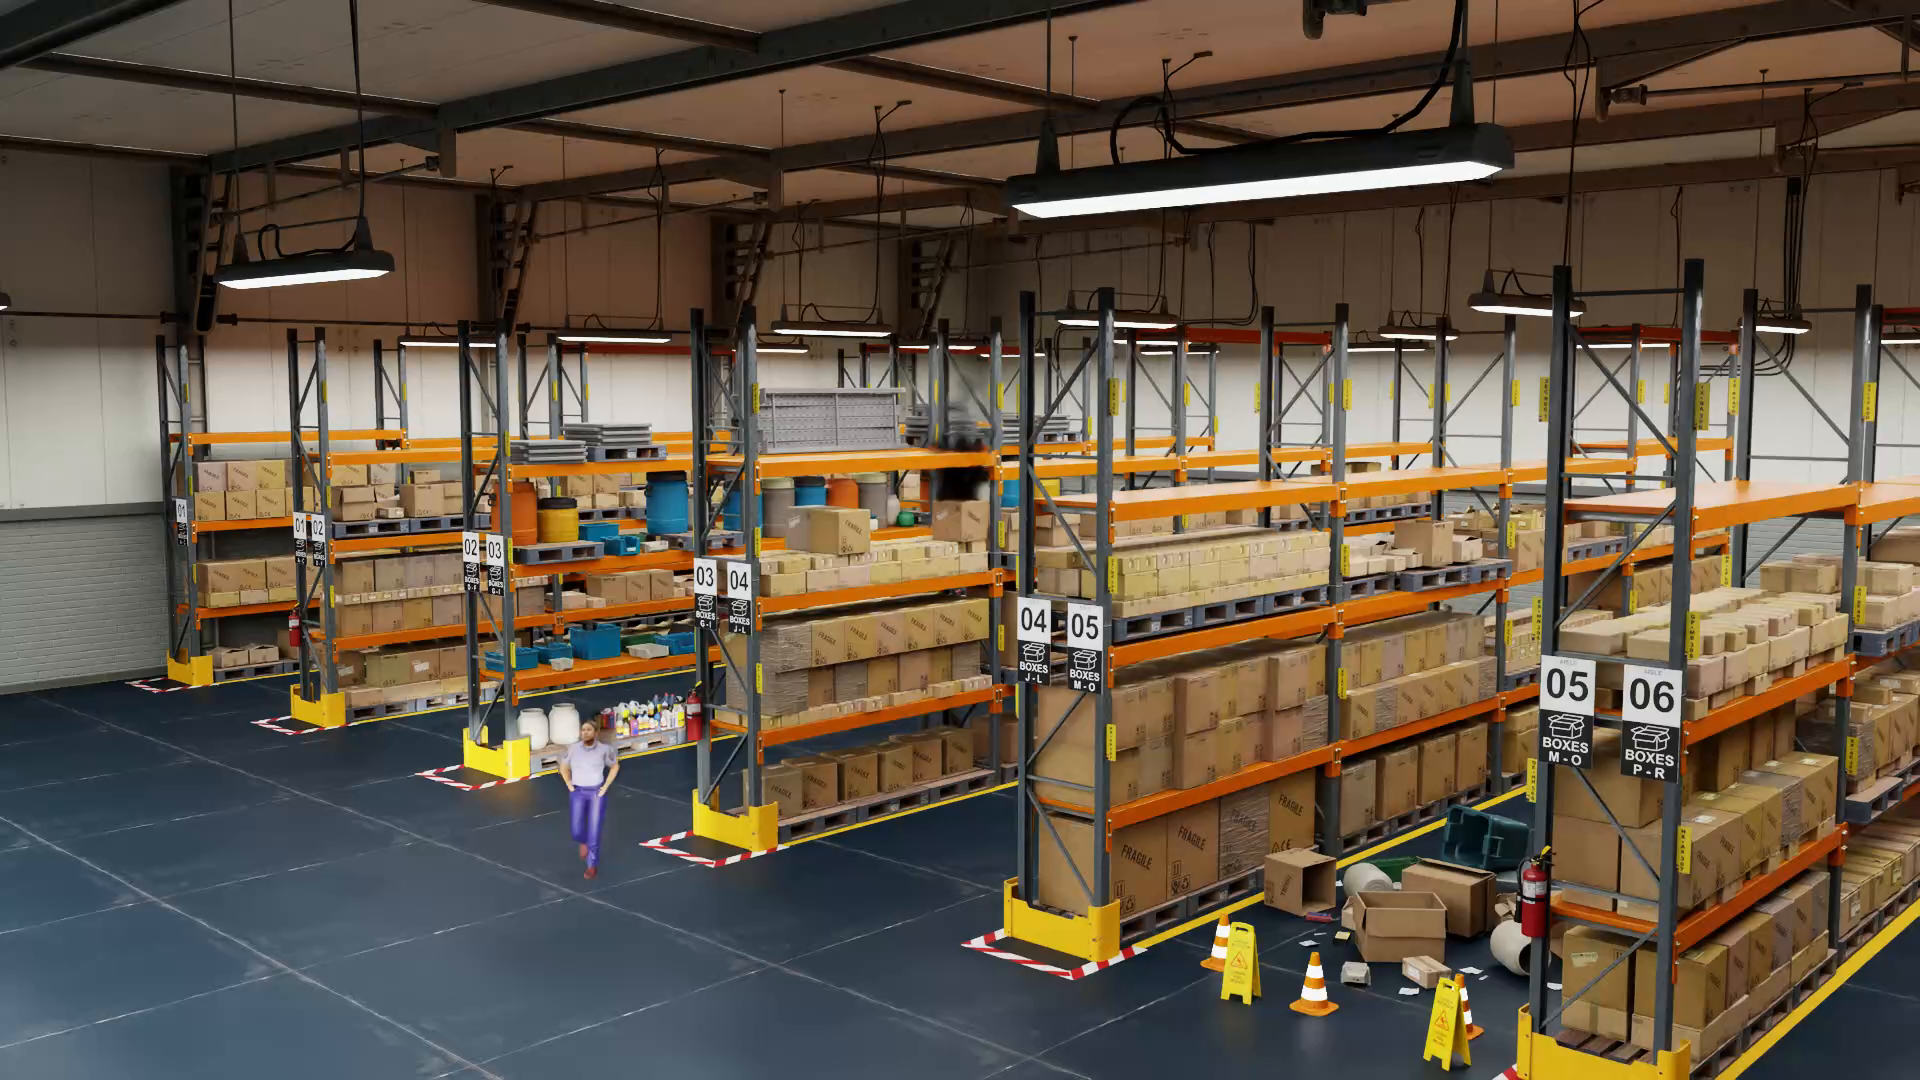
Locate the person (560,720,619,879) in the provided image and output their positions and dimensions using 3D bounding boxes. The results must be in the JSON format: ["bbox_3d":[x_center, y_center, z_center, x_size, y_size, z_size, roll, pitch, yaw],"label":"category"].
[{"bbox_3d":[-3.938,2.717,17.656,0.618,1.635,0.683,0,5,-1],"label":"person"}]

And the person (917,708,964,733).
[{"bbox_3d":[-0.344,2.093,23.688,0.570,1.658,0.910,5,7,42],"label":"person"}]

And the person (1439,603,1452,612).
[{"bbox_3d":[7.660,1.827,26.448,0.614,1.662,0.938,4,7,37],"label":"person"}]

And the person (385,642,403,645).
[{"bbox_3d":[-9.505,1.759,28.022,0.541,1.552,0.666,5,7,41],"label":"person"}]
